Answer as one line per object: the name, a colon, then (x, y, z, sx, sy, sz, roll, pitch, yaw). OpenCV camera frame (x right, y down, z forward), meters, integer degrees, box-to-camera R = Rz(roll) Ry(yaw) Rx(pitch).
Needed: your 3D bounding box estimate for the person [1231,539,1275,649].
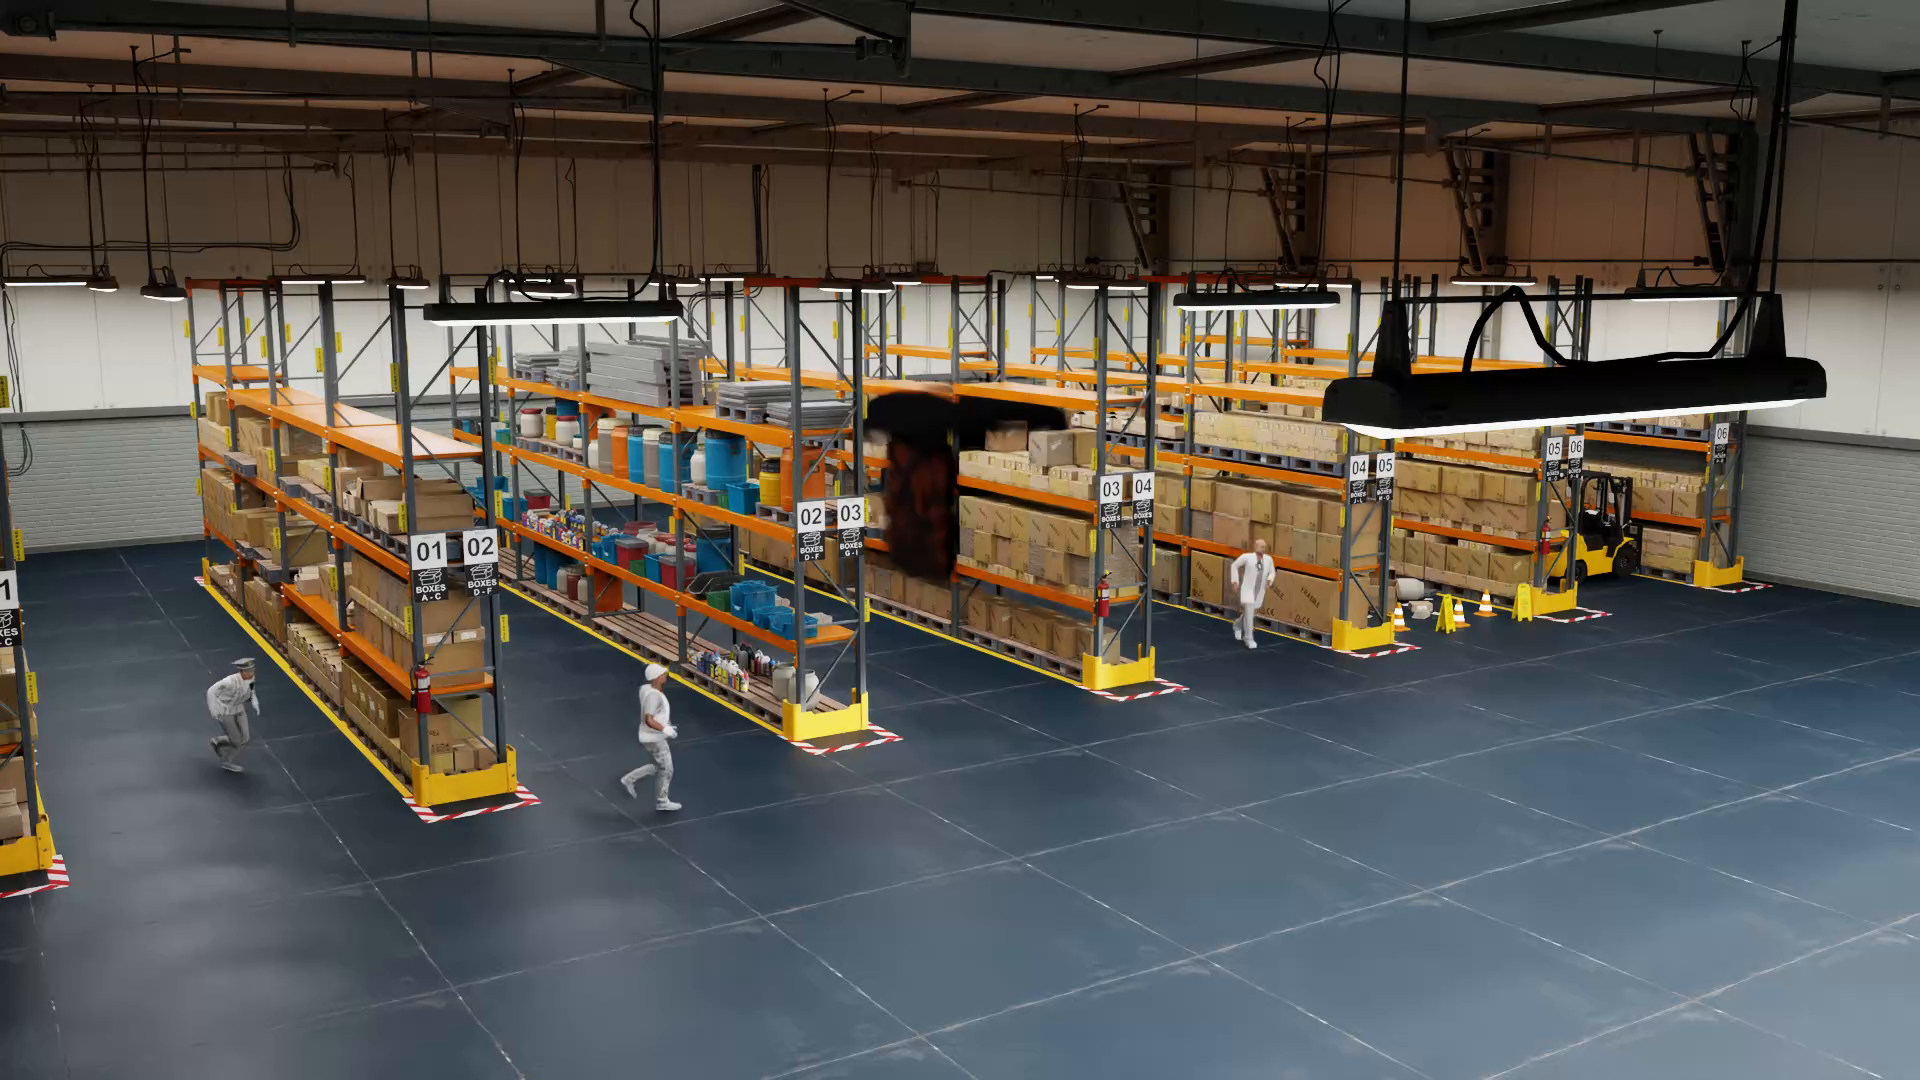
person: (4.833, 0.841, 27.318, 0.738, 1.721, 1.124, -3, 10, -18)

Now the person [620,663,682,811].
person: (-3.581, 2.292, 19.177, 0.694, 1.758, 0.685, -2, 10, -13)

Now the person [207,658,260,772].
person: (-9.073, 2.181, 20.679, 0.832, 1.487, 0.632, 5, 11, 27)
